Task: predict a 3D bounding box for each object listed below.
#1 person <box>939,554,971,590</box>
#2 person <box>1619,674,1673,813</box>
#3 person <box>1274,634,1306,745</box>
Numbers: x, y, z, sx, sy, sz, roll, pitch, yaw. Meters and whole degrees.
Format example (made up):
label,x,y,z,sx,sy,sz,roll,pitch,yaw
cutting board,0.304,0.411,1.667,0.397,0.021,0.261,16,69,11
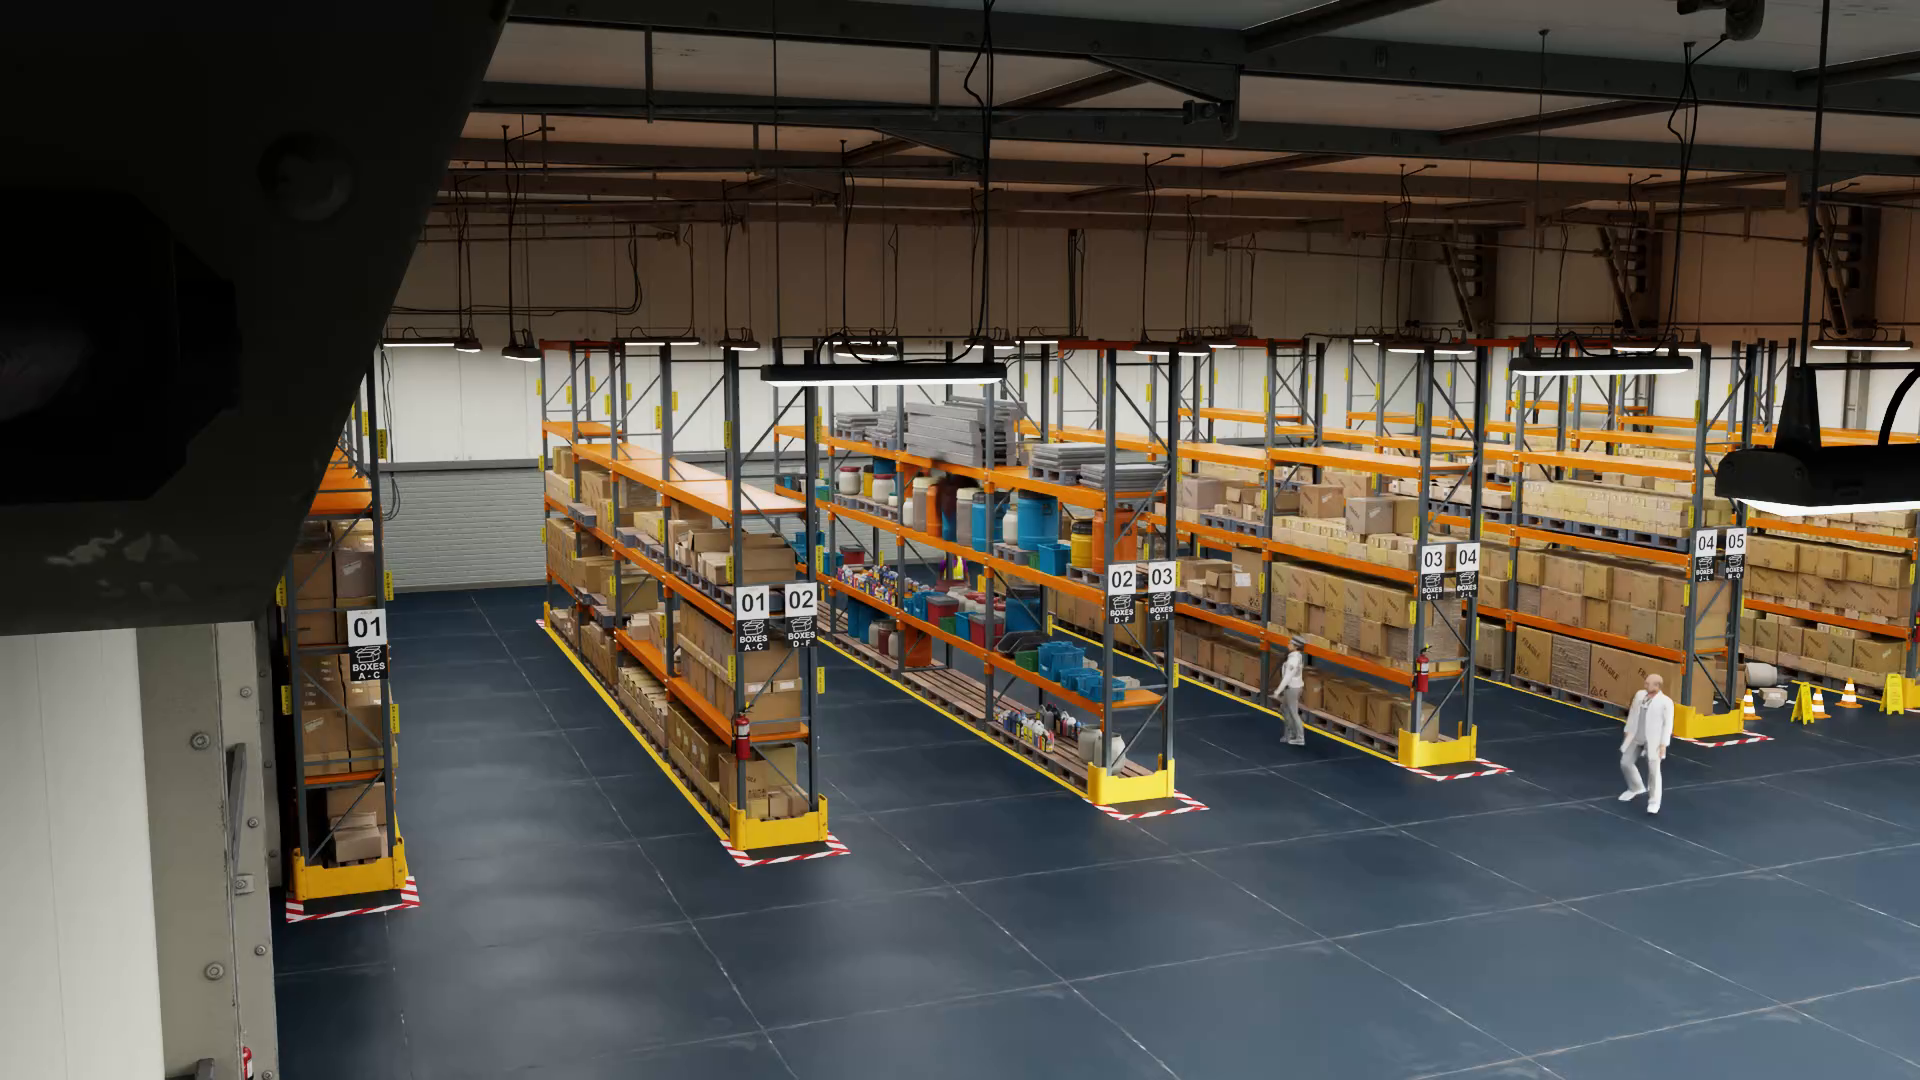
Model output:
label,x,y,z,sx,sy,sz,roll,pitch,yaw
person,-0.107,0.928,35.021,0.579,1.726,1.031,-3,8,-24
person,8.960,2.623,21.750,0.553,1.789,0.676,-7,10,-44
person,4.979,2.271,25.003,0.516,1.746,0.524,5,9,33
